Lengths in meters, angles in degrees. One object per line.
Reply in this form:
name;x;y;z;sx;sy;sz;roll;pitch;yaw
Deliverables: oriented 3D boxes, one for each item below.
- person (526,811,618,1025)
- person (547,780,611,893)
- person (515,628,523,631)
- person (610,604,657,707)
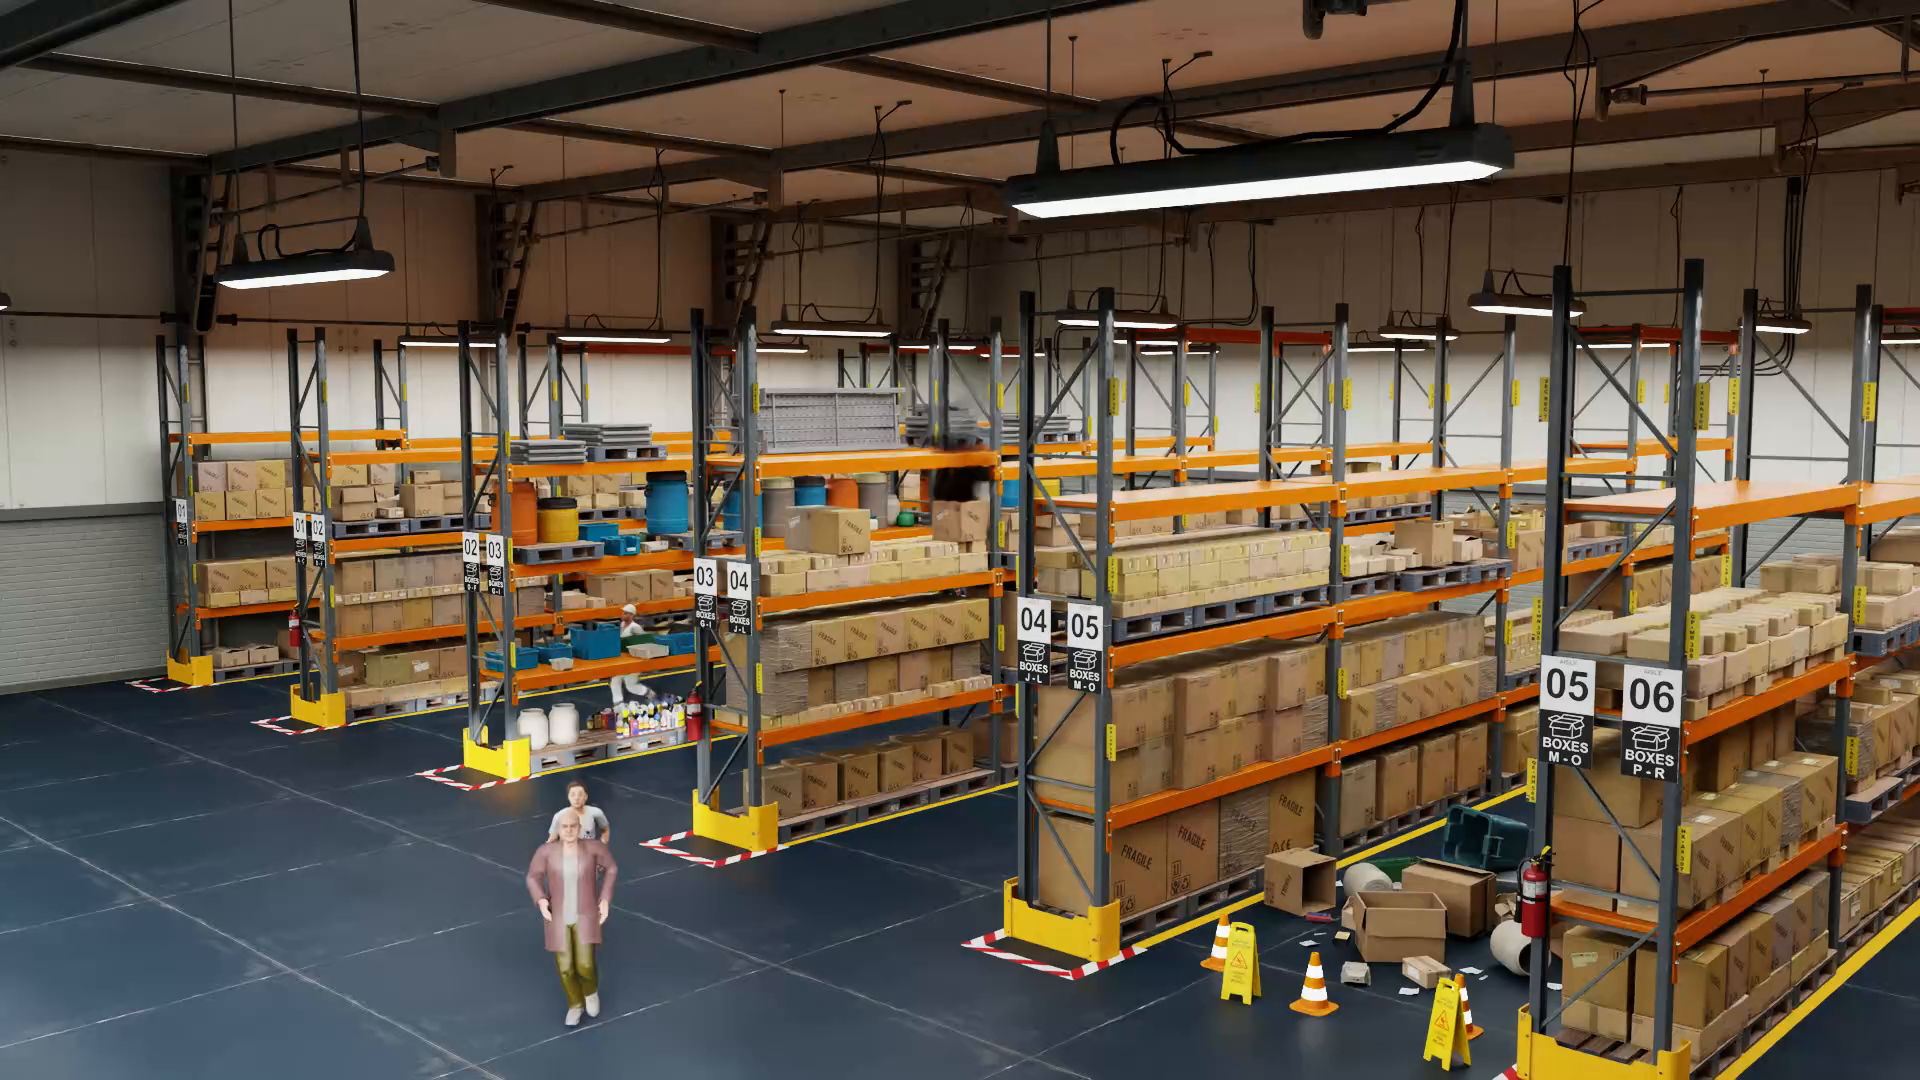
person;-3.125;3.043;13.355;0.716;1.744;0.618;-1;5;-7
person;-3.429;2.947;15.001;0.554;1.637;0.801;-1;6;-13
person;-7.997;1.552;29.827;0.583;1.725;0.746;5;7;40
person;-5.125;1.873;25.745;0.669;1.760;0.868;5;7;42
